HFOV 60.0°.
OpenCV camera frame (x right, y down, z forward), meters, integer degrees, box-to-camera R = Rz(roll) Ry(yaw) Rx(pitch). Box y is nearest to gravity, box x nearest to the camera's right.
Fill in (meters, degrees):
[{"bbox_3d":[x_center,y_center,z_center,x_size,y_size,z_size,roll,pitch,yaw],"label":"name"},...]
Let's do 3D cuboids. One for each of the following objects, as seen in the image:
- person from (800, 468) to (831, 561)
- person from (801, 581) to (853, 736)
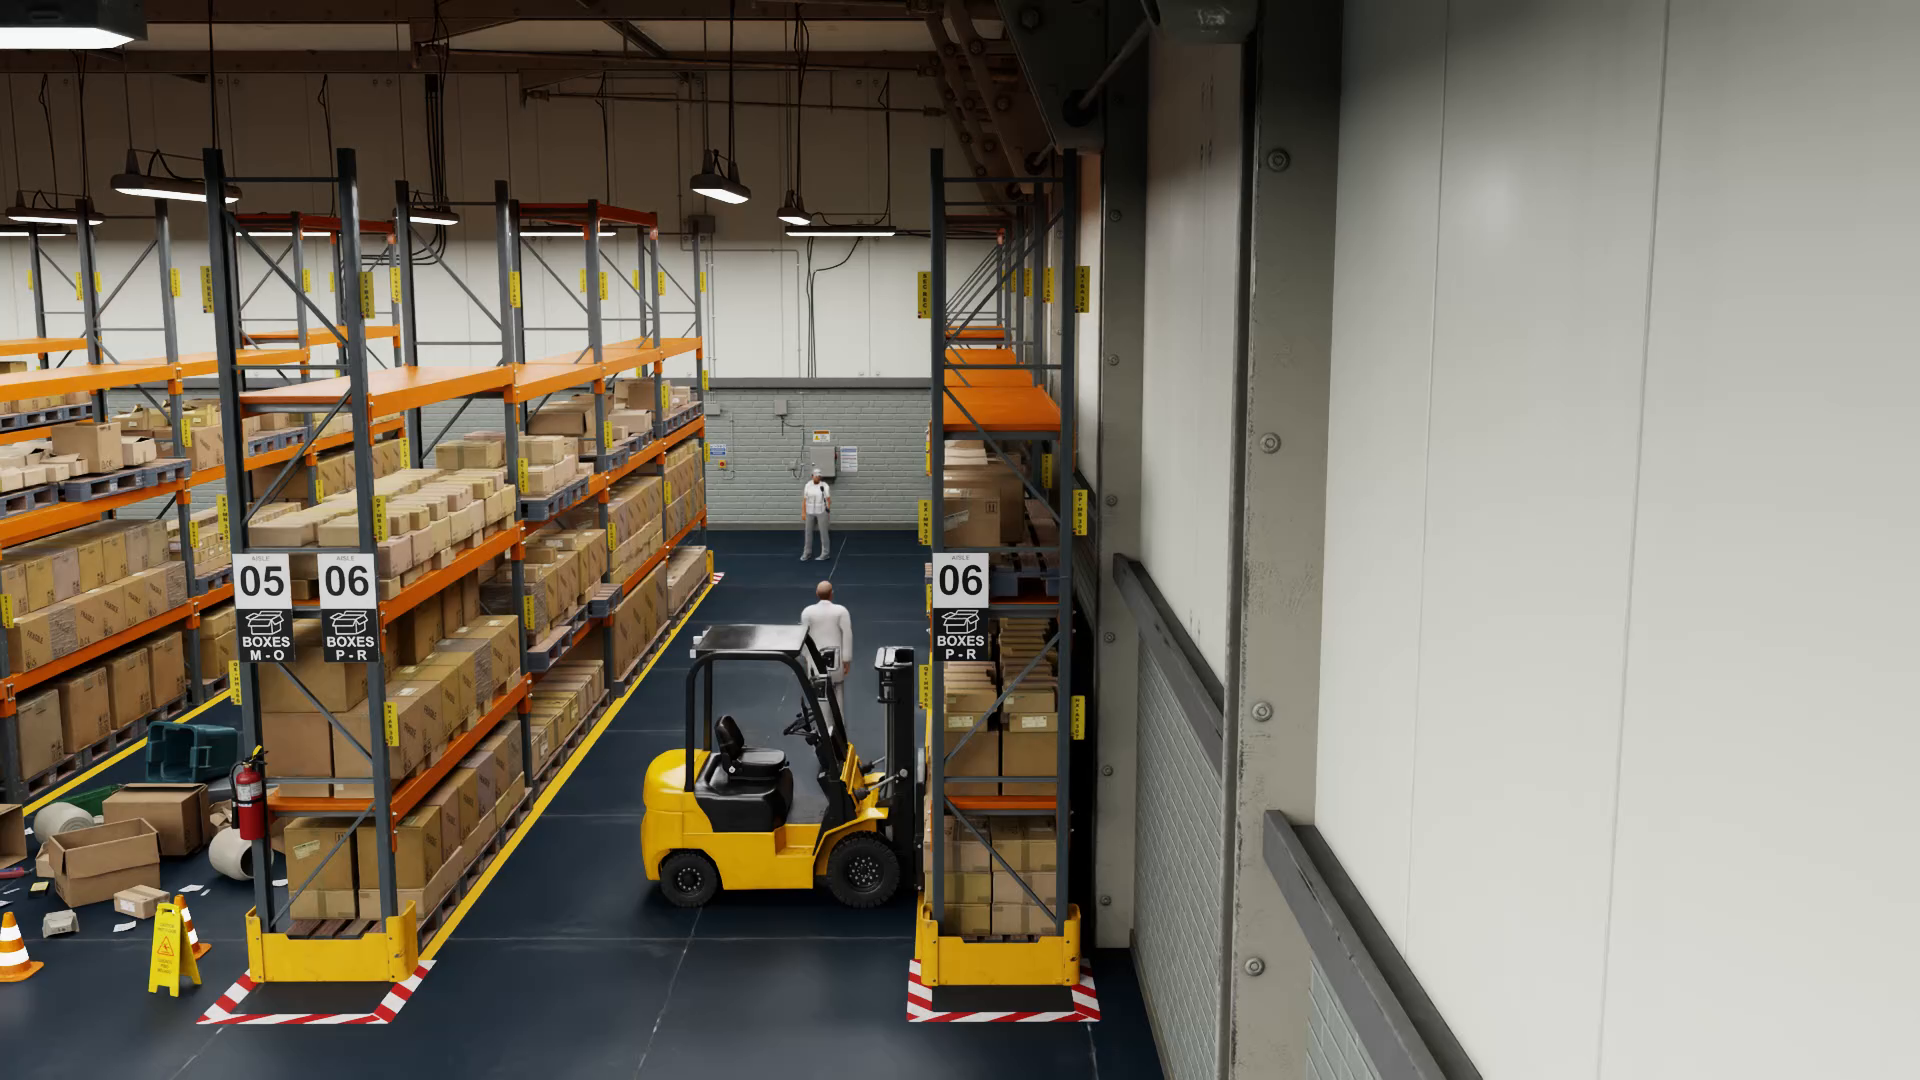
[{"bbox_3d":[-2.617,-0.469,30.169,0.541,1.678,0.403,3,10,19],"label":"person"},{"bbox_3d":[-1.485,1.356,18.426,0.558,1.823,0.609,-2,9,-13],"label":"person"}]
